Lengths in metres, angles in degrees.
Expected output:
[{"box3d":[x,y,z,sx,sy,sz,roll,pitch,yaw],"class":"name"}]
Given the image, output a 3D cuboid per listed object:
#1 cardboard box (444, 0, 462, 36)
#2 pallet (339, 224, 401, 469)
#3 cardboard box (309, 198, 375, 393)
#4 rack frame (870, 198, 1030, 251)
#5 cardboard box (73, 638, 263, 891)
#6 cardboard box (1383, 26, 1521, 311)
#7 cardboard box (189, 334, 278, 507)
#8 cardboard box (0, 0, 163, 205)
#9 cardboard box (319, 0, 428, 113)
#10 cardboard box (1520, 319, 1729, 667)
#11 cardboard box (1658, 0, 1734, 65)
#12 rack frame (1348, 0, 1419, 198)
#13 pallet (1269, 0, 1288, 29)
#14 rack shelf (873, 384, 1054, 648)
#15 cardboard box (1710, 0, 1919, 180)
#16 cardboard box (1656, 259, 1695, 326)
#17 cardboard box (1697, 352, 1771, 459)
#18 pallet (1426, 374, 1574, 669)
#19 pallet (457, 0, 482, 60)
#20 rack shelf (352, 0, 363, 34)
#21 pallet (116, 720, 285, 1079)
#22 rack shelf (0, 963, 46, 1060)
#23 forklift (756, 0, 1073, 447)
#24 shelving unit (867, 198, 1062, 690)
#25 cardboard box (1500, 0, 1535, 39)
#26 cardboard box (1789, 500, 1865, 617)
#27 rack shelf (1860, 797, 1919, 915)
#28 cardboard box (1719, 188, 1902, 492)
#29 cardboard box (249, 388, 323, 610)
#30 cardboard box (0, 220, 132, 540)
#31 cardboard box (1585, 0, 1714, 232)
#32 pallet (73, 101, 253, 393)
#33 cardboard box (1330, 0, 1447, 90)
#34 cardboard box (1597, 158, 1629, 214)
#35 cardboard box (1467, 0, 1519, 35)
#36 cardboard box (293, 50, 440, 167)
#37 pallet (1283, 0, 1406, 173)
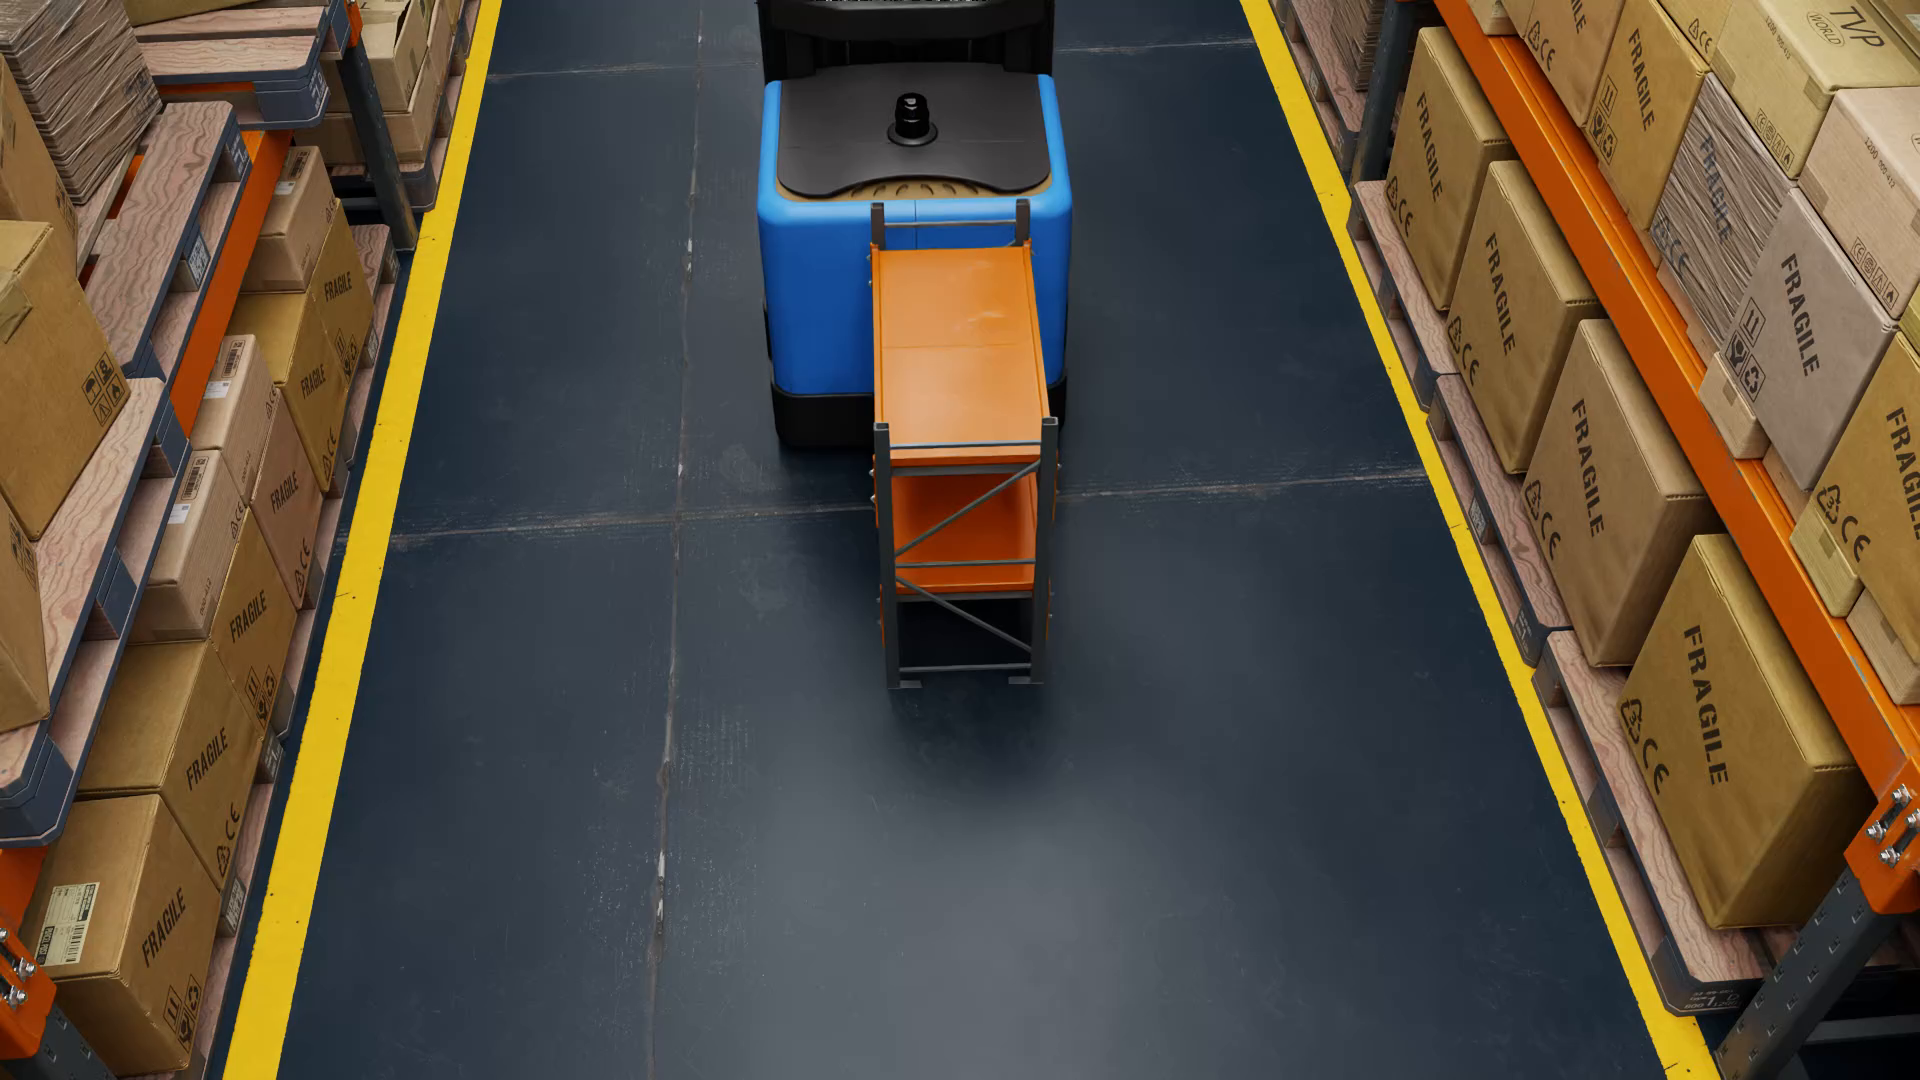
[{"box3d":[-2.600,-2.567,7.720,0.500,0.250,0.500,-5,47,-4],"class":"cardboard box"},{"box3d":[-2.732,-0.731,6.297,1.003,0.211,1.213,-3,47,-3],"class":"pallet"},{"box3d":[-2.444,-0.862,5.919,0.500,0.500,0.500,-2,47,-2],"class":"cardboard box"},{"box3d":[-0.030,-0.666,5.606,0.500,1.125,0.032,-2,47,-2],"class":"rack frame"},{"box3d":[-2.275,0.620,4.515,0.500,0.500,0.500,-3,47,-3],"class":"cardboard box"},{"box3d":[2.110,-1.401,6.202,0.750,0.750,0.750,-4,47,-4],"class":"cardboard box"},{"box3d":[-2.346,-0.339,4.907,0.500,0.250,0.500,-4,47,-4],"class":"cardboard box"},{"box3d":[-2.705,-1.289,4.547,0.700,0.500,0.500,4,47,4],"class":"cardboard box"},{"box3d":[-2.508,-2.021,6.816,0.500,0.311,0.500,-2,47,-2],"class":"cardboard box"},{"box3d":[2.253,-0.152,5.020,0.750,0.750,0.750,-2,47,-2],"class":"cardboard box"},{"box3d":[2.101,-1.474,4.276,0.500,0.250,0.500,-4,47,-4],"class":"cardboard box"},{"box3d":[2.179,-2.536,6.086,1.000,3.000,0.127,-3,47,-3],"class":"rack frame"},{"box3d":[2.017,-3.023,8.468,1.003,0.211,1.213,-3,47,-3],"class":"pallet"},{"box3d":[-0.007,-0.129,5.434,0.538,0.278,1.000,-2,47,-2],"class":"rack shelf"},{"box3d":[2.144,-1.105,3.927,0.500,0.250,0.500,-3,47,-3],"class":"cardboard box"},{"box3d":[2.141,-0.712,4.517,0.380,0.149,0.250,-5,47,-4],"class":"cardboard box"},{"box3d":[2.102,-0.349,4.174,0.380,0.149,0.250,-3,47,-3],"class":"cardboard box"},{"box3d":[2.269,-0.122,5.720,1.003,0.211,1.213,-3,47,-3],"class":"pallet"},{"box3d":[-2.886,-2.752,8.211,1.003,0.211,1.213,-3,47,-3],"class":"pallet"},{"box3d":[-2.924,-3.432,7.430,1.077,0.370,4.000,-3,47,-3],"class":"rack shelf"},{"box3d":[-2.527,1.035,4.625,1.003,0.211,1.213,-3,47,-3],"class":"pallet"},{"box3d":[-2.254,2.356,1.948,1.077,0.370,4.000,-3,47,-3],"class":"rack shelf"},{"box3d":[-0.208,-2.404,6.008,1.130,2.935,3.031,-2,47,-2],"class":"forklift"},{"box3d":[-0.007,-0.297,5.257,0.538,1.125,1.048,-2,47,-2],"class":"shelving unit"},{"box3d":[2.000,-1.933,5.227,0.500,0.500,0.500,-2,47,-2],"class":"cardboard box"},{"box3d":[2.159,0.029,3.816,0.380,0.149,0.250,-3,47,-3],"class":"cardboard box"},{"box3d":[2.682,2.052,2.236,1.077,0.370,4.000,-3,47,-3],"class":"rack shelf"},{"box3d":[2.172,-0.473,3.844,0.500,0.500,0.500,-3,47,-3],"class":"cardboard box"},{"box3d":[-2.351,-0.108,5.205,0.500,0.500,0.500,-5,47,-5],"class":"cardboard box"},{"box3d":[-2.359,-0.367,3.674,0.700,0.500,0.500,3,47,3],"class":"cardboard box"},{"box3d":[2.091,-1.198,4.531,0.500,0.500,0.500,-2,47,-2],"class":"cardboard box"},{"box3d":[-2.589,-0.759,4.536,1.003,0.211,1.213,-3,47,-3],"class":"pallet"},{"box3d":[2.067,-2.346,7.324,0.700,0.500,0.500,-3,47,-3],"class":"cardboard box"},{"box3d":[2.115,-1.095,4.880,0.380,0.149,0.250,-3,47,-3],"class":"cardboard box"},{"box3d":[1.927,-1.824,5.571,0.380,0.149,0.250,-2,47,-2],"class":"cardboard box"},{"box3d":[-2.508,-1.828,7.020,0.500,0.250,0.500,-4,47,-3],"class":"cardboard box"},{"box3d":[2.116,-2.143,7.634,1.003,0.211,1.213,-3,47,-3],"class":"pallet"}]
